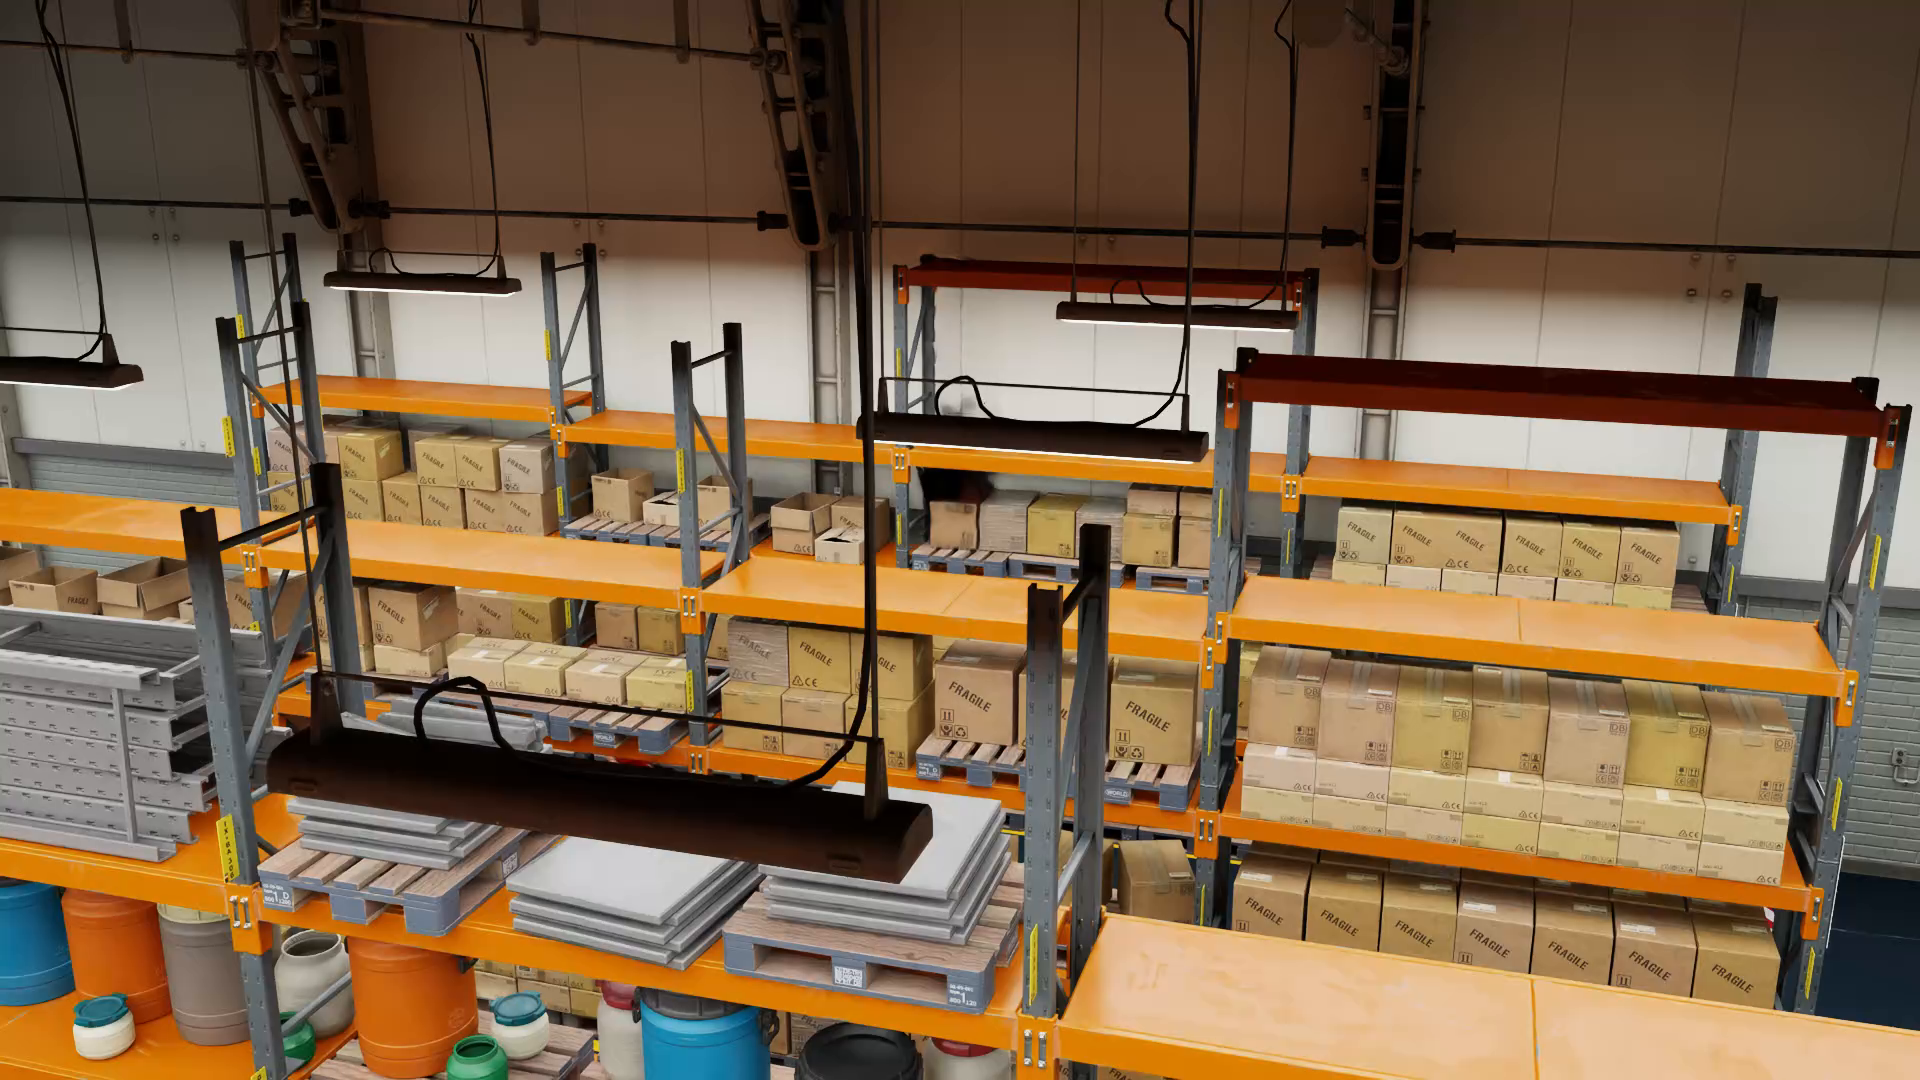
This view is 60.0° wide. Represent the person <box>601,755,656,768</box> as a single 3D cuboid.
[{"bbox_3d":[-3.285,2.504,16.891,0.922,1.744,0.656,2,16,8],"label":"person"}]
